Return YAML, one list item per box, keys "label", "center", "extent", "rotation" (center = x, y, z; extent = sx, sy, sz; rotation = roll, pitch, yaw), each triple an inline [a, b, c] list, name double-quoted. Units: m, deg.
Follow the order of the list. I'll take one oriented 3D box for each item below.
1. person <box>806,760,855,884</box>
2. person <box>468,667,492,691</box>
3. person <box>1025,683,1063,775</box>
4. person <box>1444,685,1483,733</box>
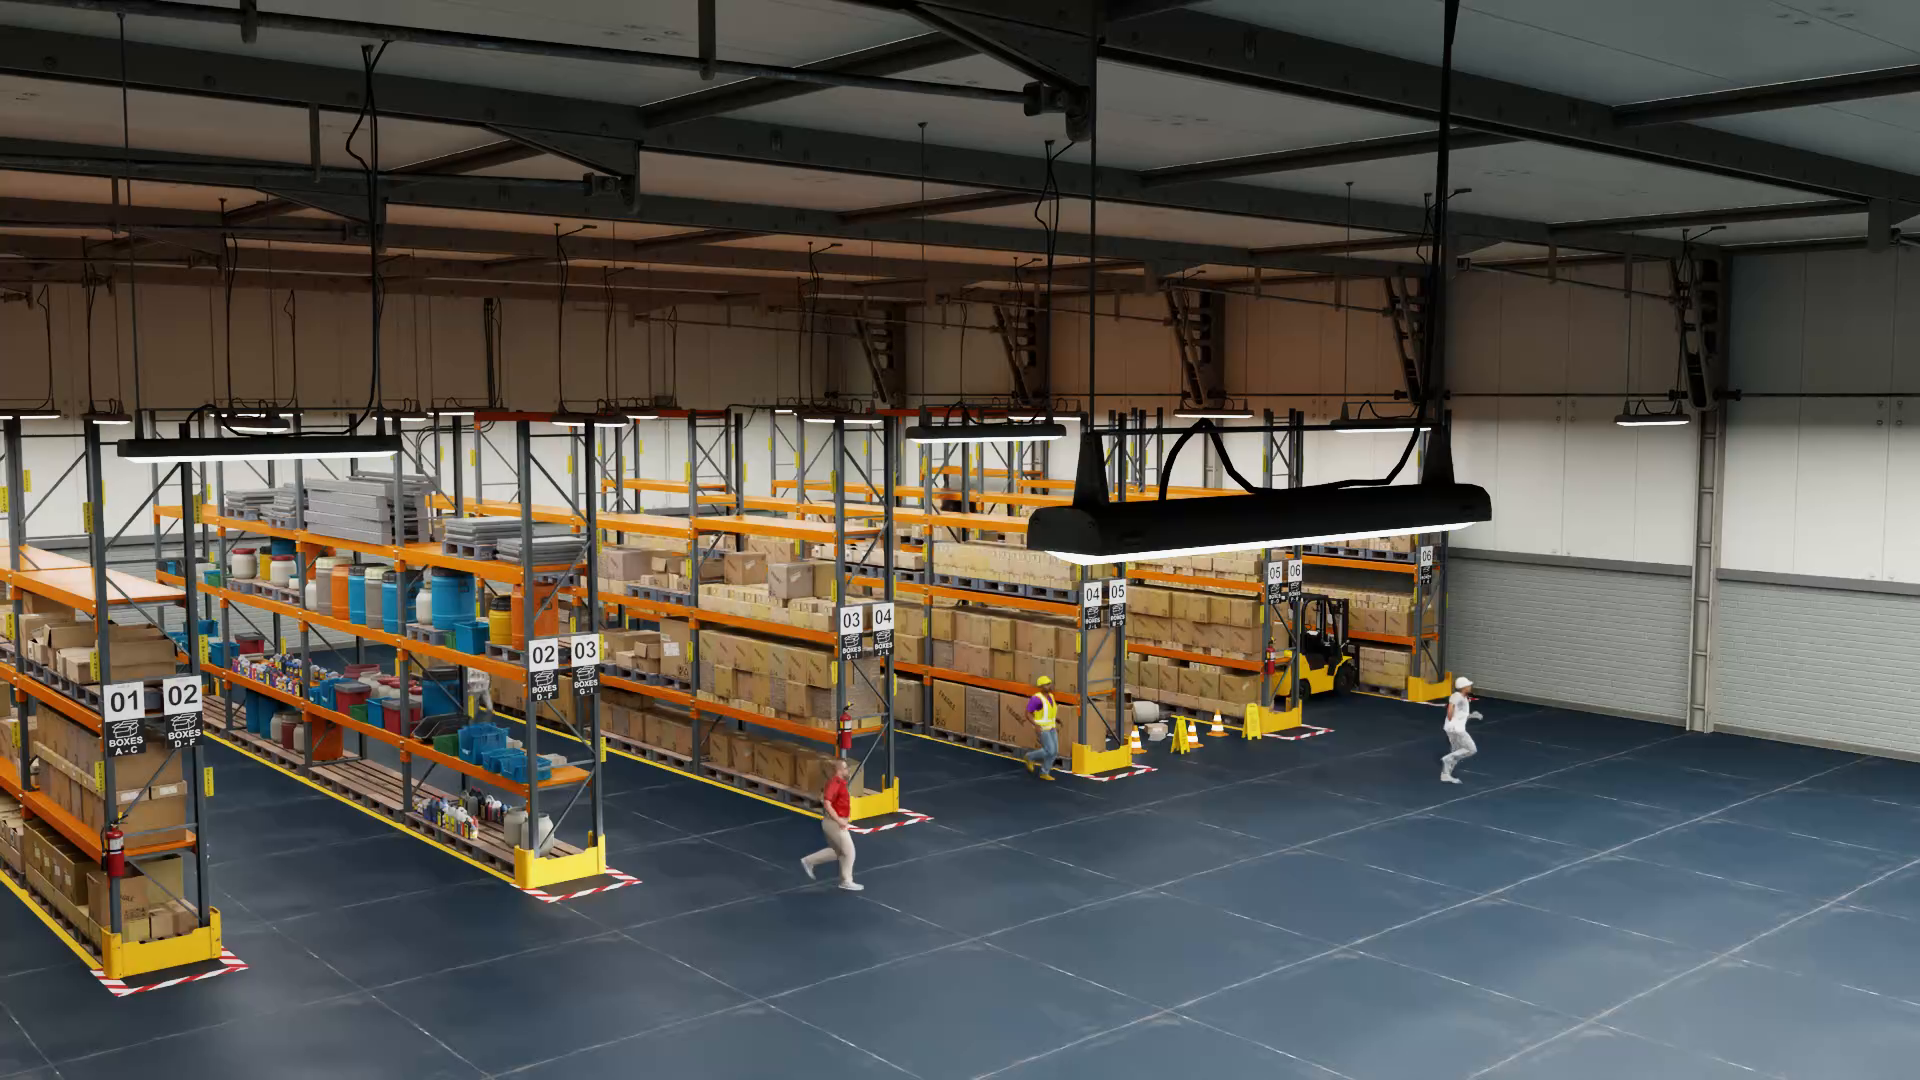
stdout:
- label: "person"
  center: [-5.420, 2.893, 19.856]
  extent: [8.407, 3.254, 2.223]
  rotation: [-1, 5, -7]
- label: "person"
  center: [-8.834, 2.375, 30.519]
  extent: [0.594, 0.769, 0.482]
  rotation: [-4, 7, -41]
- label: "person"
  center: [1.384, 3.069, 27.275]
  extent: [0.535, 1.614, 0.700]
  rotation: [4, 6, 37]
- label: "person"
  center: [8.189, 2.692, 27.005]
  extent: [0.608, 0.843, 0.732]
  rotation: [1, 5, 11]
